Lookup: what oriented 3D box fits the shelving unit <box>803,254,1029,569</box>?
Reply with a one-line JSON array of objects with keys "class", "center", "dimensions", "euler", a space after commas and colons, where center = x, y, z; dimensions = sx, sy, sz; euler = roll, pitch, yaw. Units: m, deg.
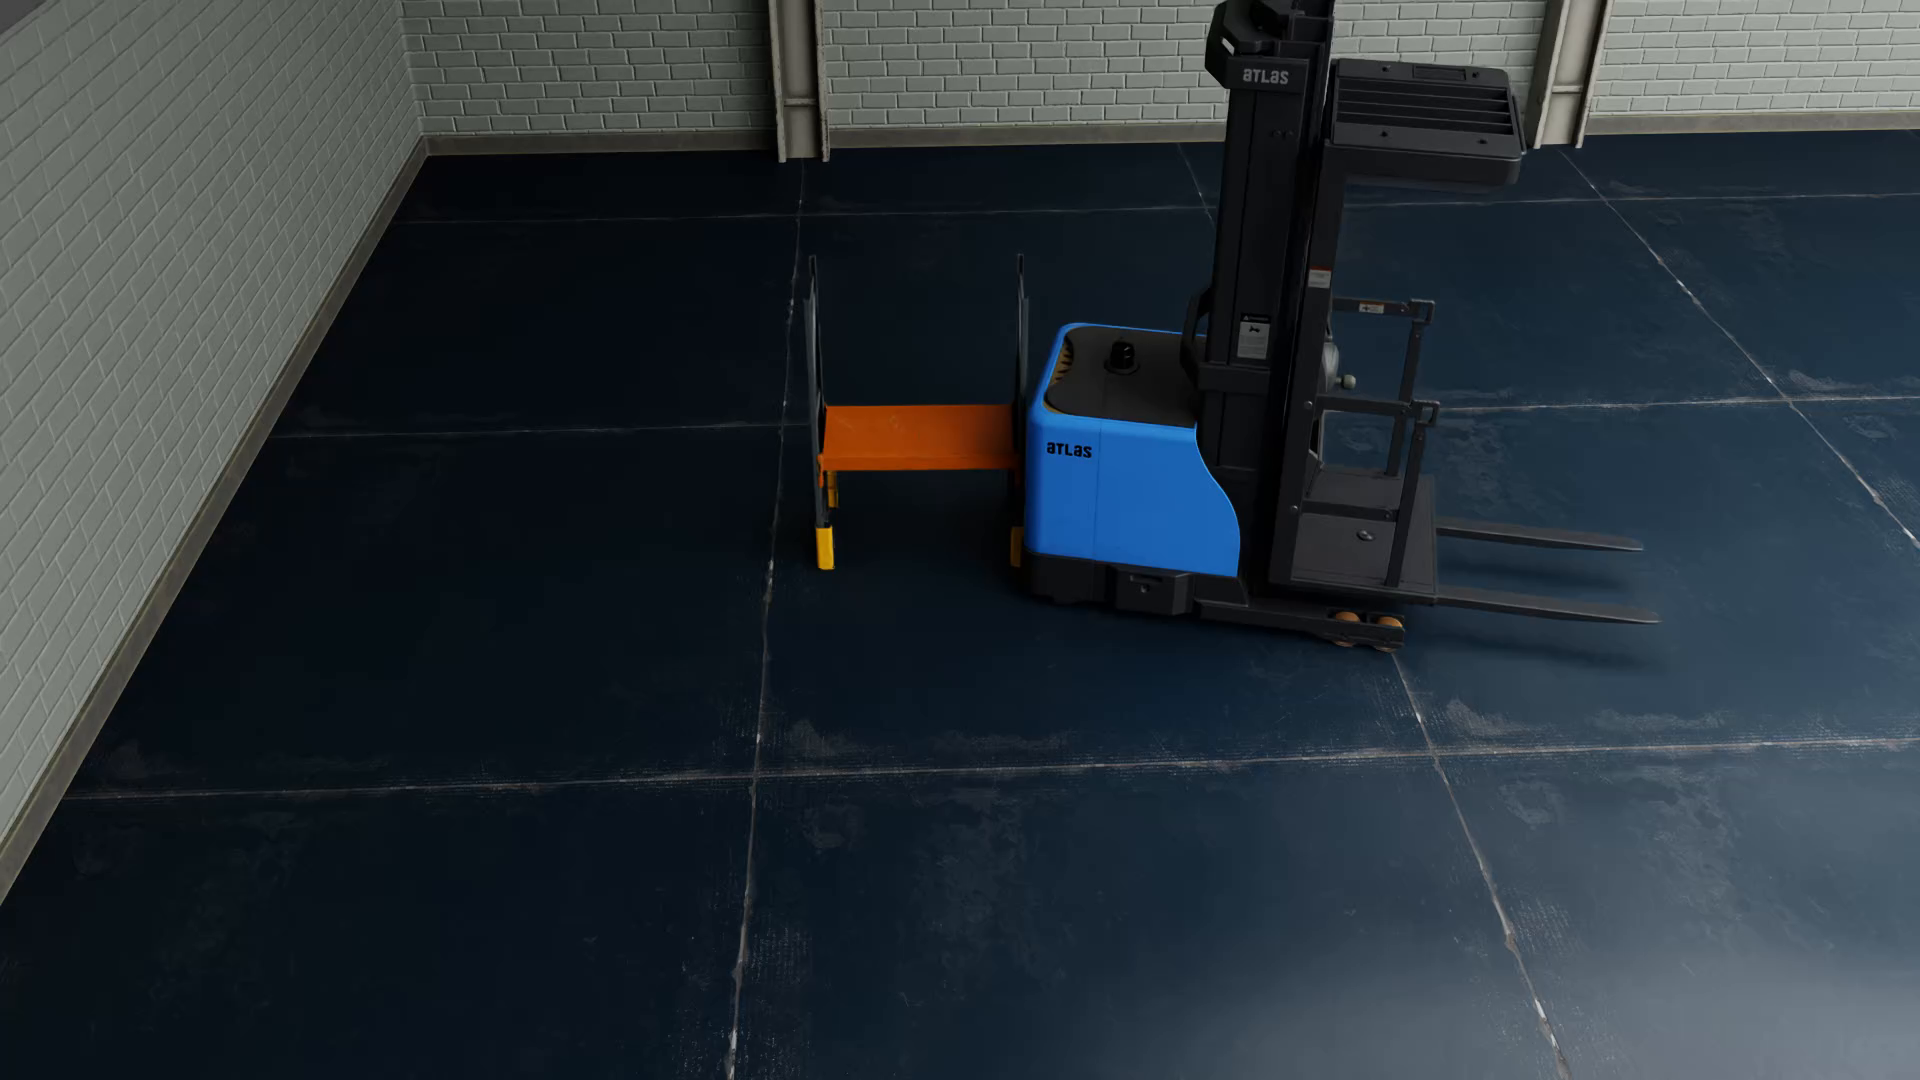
[{"class": "shelving unit", "center": [-0.199, -0.638, 8.354], "dimensions": [1.083, 1.500, 0.587], "euler": [-1, 35, -1]}]

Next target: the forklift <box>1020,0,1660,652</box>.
[{"class": "forklift", "center": [1.872, -1.002, 7.622], "dimensions": [3.031, 2.935, 1.130], "euler": [7, 35, 10]}]

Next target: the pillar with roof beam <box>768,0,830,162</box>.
[{"class": "pillar with roof beam", "center": [-1.029, -4.305, 7.063], "dimensions": [0.400, 9.000, 9.100], "euler": [-2, 35, -2]}]

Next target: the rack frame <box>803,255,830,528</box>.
[{"class": "rack frame", "center": [-0.716, -0.633, 8.347], "dimensions": [0.032, 1.500, 0.500], "euler": [-1, 35, -1]}]

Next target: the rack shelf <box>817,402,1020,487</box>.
[{"class": "rack shelf", "center": [-0.208, -0.490, 8.457], "dimensions": [1.000, 0.185, 0.538], "euler": [-1, 35, -1]}]

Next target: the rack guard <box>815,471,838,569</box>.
[{"class": "rack guard", "center": [-0.697, -0.119, 8.703], "dimensions": [0.087, 0.250, 0.587], "euler": [-1, 35, -1]}]

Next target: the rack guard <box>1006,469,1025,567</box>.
[{"class": "rack guard", "center": [0.299, -0.130, 8.718], "dimensions": [0.087, 0.250, 0.587], "euler": [-1, 35, -1]}]

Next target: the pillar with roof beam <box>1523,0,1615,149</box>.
[{"class": "pillar with roof beam", "center": [4.965, -4.467, 7.296], "dimensions": [0.400, 9.000, 9.100], "euler": [-2, 35, -2]}]

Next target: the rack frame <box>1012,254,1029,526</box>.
[{"class": "rack frame", "center": [0.301, -0.644, 8.362], "dimensions": [0.032, 1.500, 0.500], "euler": [-1, 35, -1]}]
